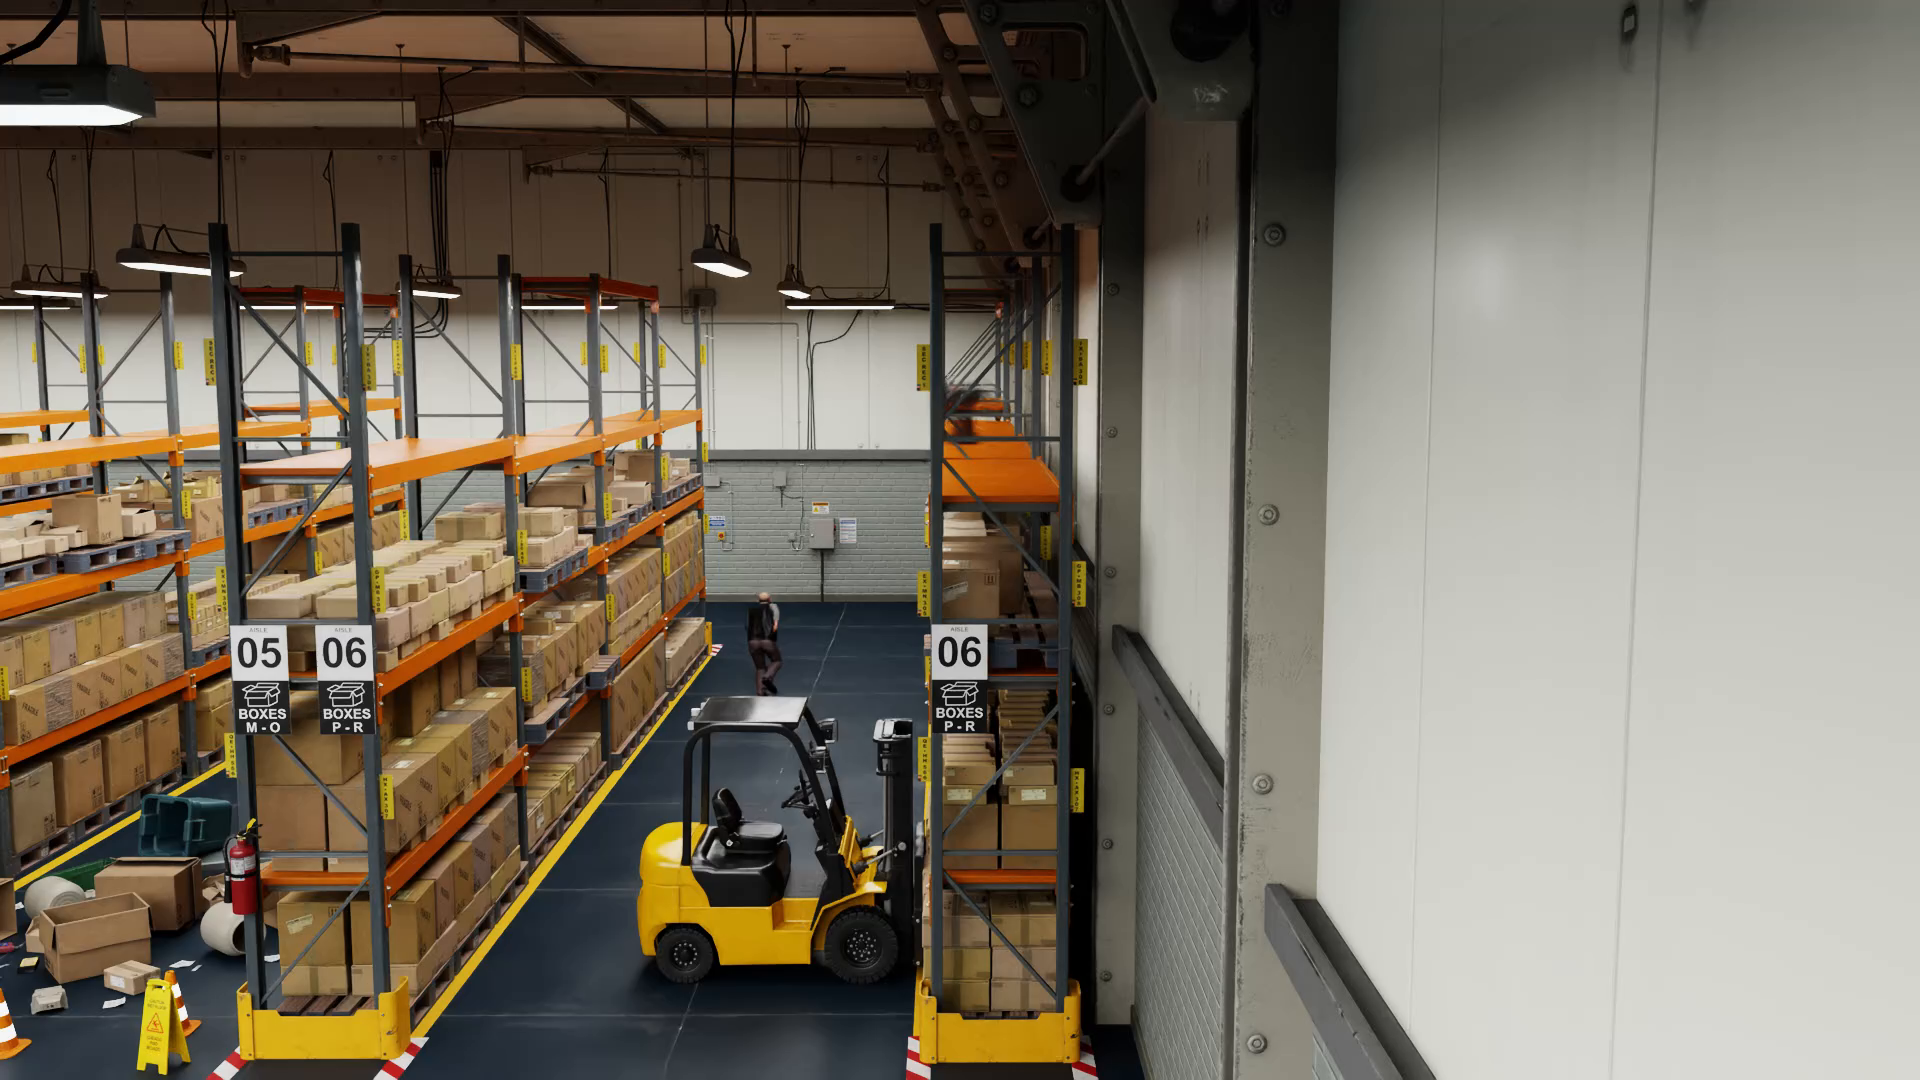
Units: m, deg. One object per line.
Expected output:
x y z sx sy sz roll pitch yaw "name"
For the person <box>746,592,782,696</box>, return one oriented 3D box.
-2.902 1.550 24.652 0.675 1.476 0.999 1 7 12 "person"
